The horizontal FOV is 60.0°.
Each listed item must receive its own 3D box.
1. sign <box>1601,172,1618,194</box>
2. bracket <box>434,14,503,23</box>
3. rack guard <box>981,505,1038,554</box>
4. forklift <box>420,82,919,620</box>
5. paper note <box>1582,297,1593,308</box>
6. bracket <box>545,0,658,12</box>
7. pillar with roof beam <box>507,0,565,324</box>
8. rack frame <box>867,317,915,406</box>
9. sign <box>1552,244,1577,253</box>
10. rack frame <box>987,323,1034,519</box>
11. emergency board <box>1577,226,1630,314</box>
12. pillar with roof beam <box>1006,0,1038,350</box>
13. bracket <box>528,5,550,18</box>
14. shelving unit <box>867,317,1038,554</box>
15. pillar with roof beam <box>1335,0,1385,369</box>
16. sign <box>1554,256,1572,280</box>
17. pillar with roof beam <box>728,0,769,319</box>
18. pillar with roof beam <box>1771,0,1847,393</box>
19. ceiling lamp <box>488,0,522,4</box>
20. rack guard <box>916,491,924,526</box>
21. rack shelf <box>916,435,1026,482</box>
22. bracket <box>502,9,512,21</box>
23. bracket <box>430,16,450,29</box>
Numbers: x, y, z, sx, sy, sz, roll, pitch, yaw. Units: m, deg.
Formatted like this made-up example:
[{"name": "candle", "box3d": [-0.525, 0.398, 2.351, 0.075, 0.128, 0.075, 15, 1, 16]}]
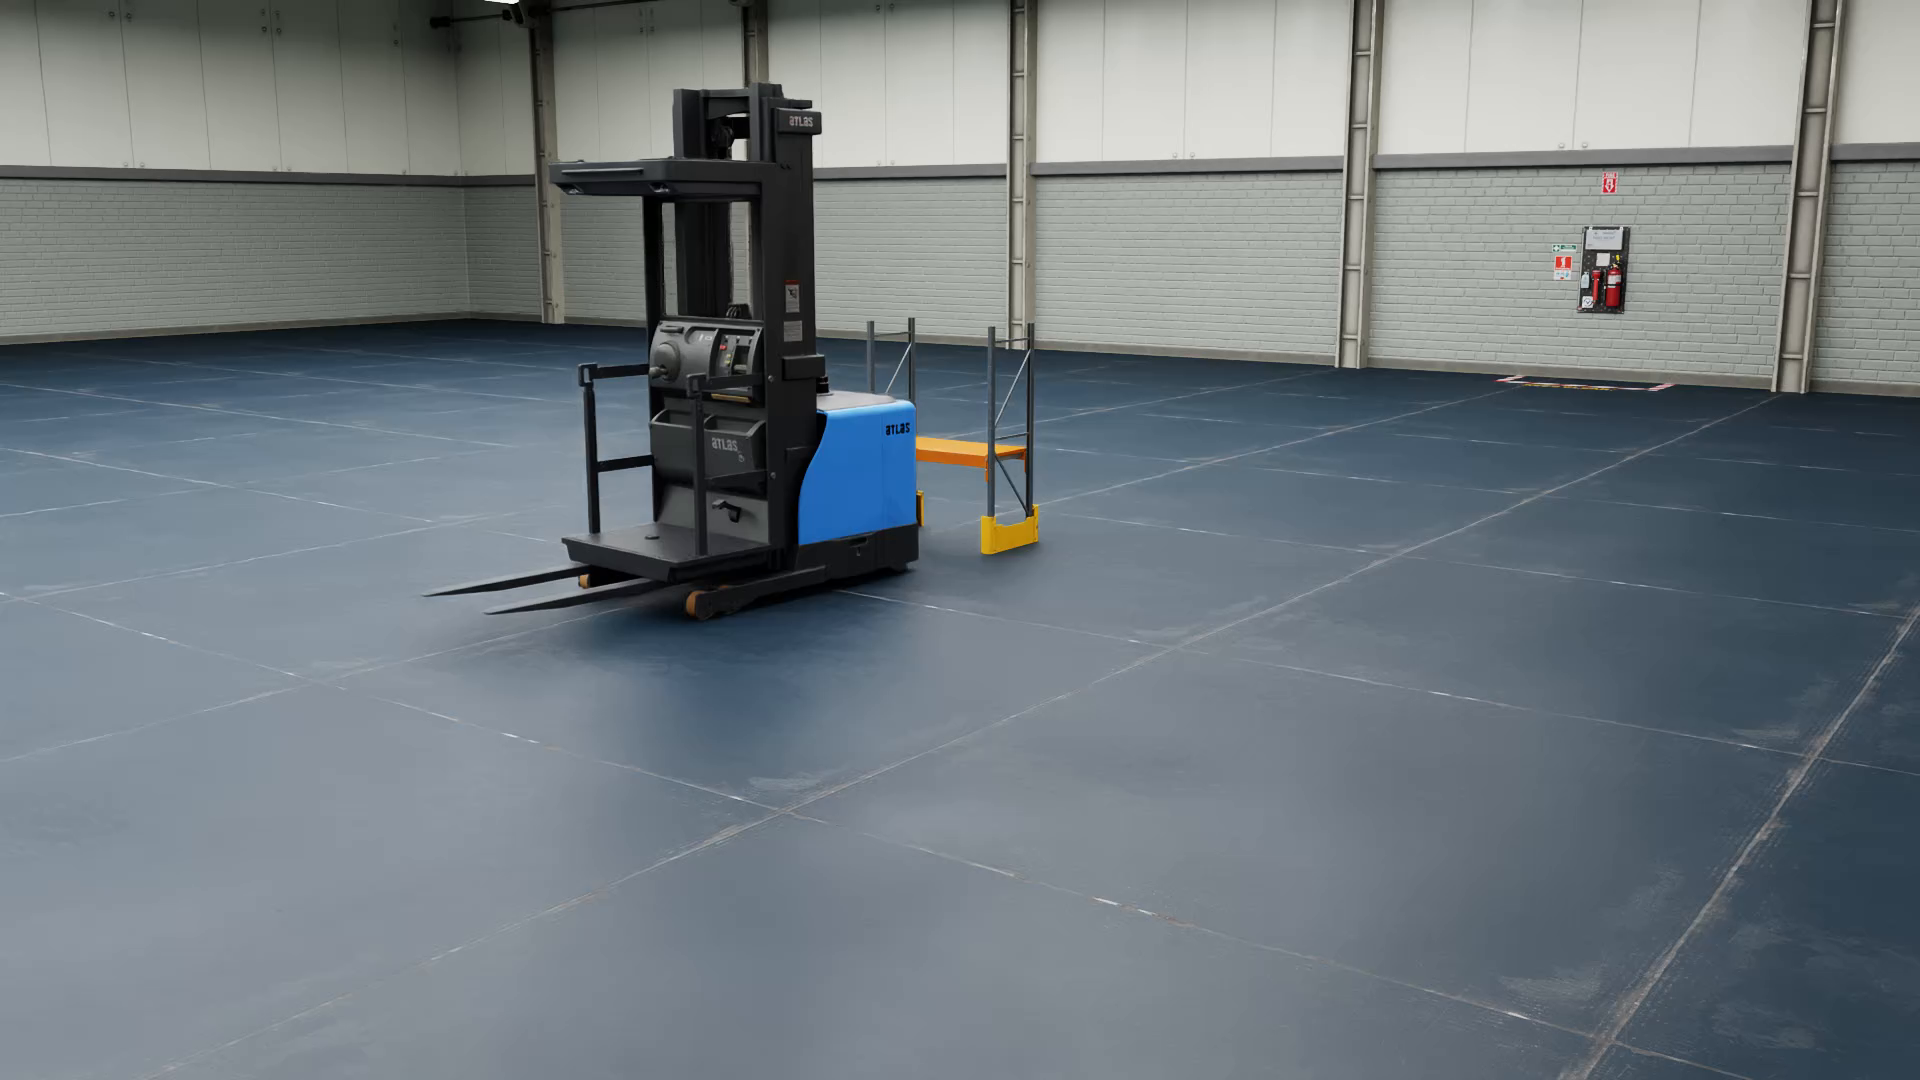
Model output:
[{"name": "sign", "box3d": [8.782, -4.826, 22.477, 0.199, 0.298, 0.001, 8, 13, 36]}, {"name": "bracket", "box3d": [-10.624, -10.992, 35.178, 3.189, 0.066, 0.076, 8, 13, 36]}, {"name": "rack guard", "box3d": [0.340, -0.075, 11.261, 0.087, 0.250, 0.587, 8, 13, 36]}, {"name": "forklift", "box3d": [-1.621, -1.104, 9.517, 1.130, 2.935, 3.031, 10, 15, 41]}, {"name": "paper note", "box3d": [8.628, -3.270, 22.855, 0.142, 0.148, 0.016, 8, 13, 36]}, {"name": "bracket", "box3d": [-6.444, -10.409, 32.164, 4.783, 0.066, 0.076, 8, 13, 36]}, {"name": "pillar with roof beam", "box3d": [-11.193, -8.373, 31.118, 0.548, 9.000, 9.100, 8, 13, 36]}, {"name": "rack frame", "box3d": [-0.478, -0.803, 11.732, 0.032, 1.500, 0.500, 8, 13, 36]}, {"name": "sign", "box3d": [8.344, -4.026, 22.954, 0.331, 0.109, 0.001, 8, 13, 36]}, {"name": "rack frame", "box3d": [0.341, -0.689, 11.141, 0.032, 1.500, 0.500, 8, 13, 36]}, {"name": "emergency board", "box3d": [8.730, -3.672, 22.614, 0.643, 1.169, 0.194, 8, 13, 36]}, {"name": "pillar with roof beam", "box3d": [-1.521, -7.024, 24.145, 0.400, 9.000, 9.100, 8, 13, 36]}, {"name": "bracket", "box3d": [-8.521, -10.698, 33.661, 0.430, 0.232, 0.235, 8, 13, 36]}, {"name": "shelving unit", "box3d": [-0.061, -0.745, 11.432, 1.083, 1.500, 0.587, 8, 13, 36]}, {"name": "pillar with roof beam", "box3d": [3.315, -6.349, 20.658, 0.400, 9.000, 9.100, 8, 13, 36]}, {"name": "sign", "box3d": [8.345, -3.768, 23.014, 0.234, 0.329, 0.001, 8, 13, 36]}, {"name": "pillar with roof beam", "box3d": [-6.357, -7.699, 27.632, 0.548, 9.000, 9.100, 8, 13, 36]}, {"name": "pillar with roof beam", "box3d": [8.151, -5.675, 17.171, 0.400, 9.000, 9.100, 8, 13, 36]}, {"name": "ceiling lamp", "box3d": [-8.467, -10.704, 27.800, 0.800, 3.185, 2.000, 8, 13, 36]}, {"name": "rack guard", "box3d": [-0.463, -0.187, 11.840, 0.087, 0.250, 0.587, 8, 13, 36]}, {"name": "rack shelf", "box3d": [-0.069, -0.569, 11.471, 1.000, 0.185, 0.538, 8, 13, 36]}, {"name": "bracket", "box3d": [-9.190, -10.792, 34.144, 0.430, 0.232, 0.235, 8, 13, 36]}, {"name": "bracket", "box3d": [-11.100, -11.058, 35.521, 0.430, 0.232, 0.235, 8, 13, 36]}]
